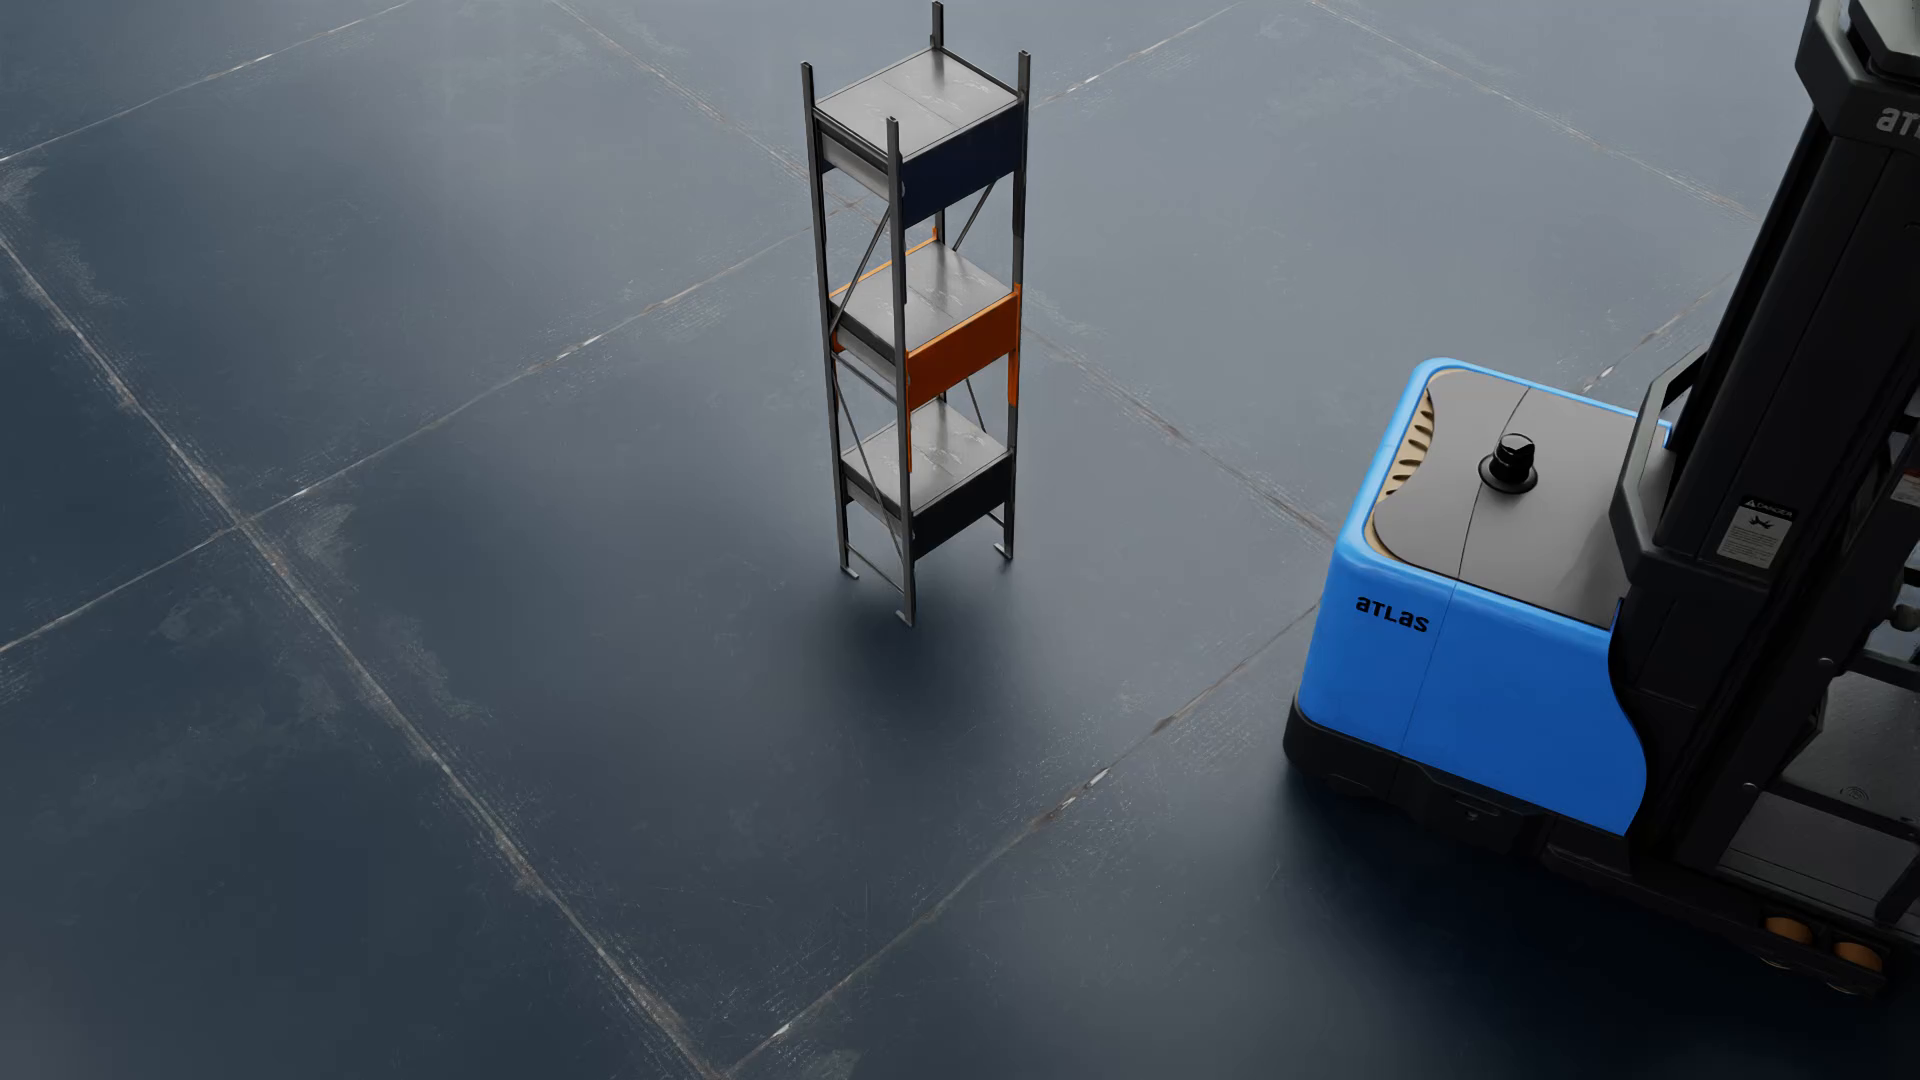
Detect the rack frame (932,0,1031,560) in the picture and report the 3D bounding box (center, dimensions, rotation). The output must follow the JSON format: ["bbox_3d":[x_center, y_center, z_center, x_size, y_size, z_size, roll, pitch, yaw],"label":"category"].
[{"bbox_3d":[0.058,-0.751,5.514,0.015,2.100,0.400,-34,56,-27],"label":"rack frame"}]

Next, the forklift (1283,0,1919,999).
[{"bbox_3d":[2.628,-0.083,4.332,3.031,2.935,1.130,20,50,17],"label":"forklift"}]

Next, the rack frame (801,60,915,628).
[{"bbox_3d":[-0.303,-0.510,5.291,0.015,2.100,0.400,-34,56,-27],"label":"rack frame"}]

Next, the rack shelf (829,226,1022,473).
[{"bbox_3d":[-0.122,-0.621,5.413,0.480,0.518,0.431,-34,56,-27],"label":"rack shelf"}]

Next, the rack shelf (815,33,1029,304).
[{"bbox_3d":[-0.122,-1.096,4.898,0.480,0.518,0.431,-34,56,-27],"label":"rack shelf"}]

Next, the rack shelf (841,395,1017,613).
[{"bbox_3d":[-0.122,-0.146,5.927,0.480,0.518,0.431,-34,56,-27],"label":"rack shelf"}]

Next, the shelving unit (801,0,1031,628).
[{"bbox_3d":[-0.122,-0.630,5.403,0.503,2.100,0.431,-34,56,-27],"label":"shelving unit"}]
